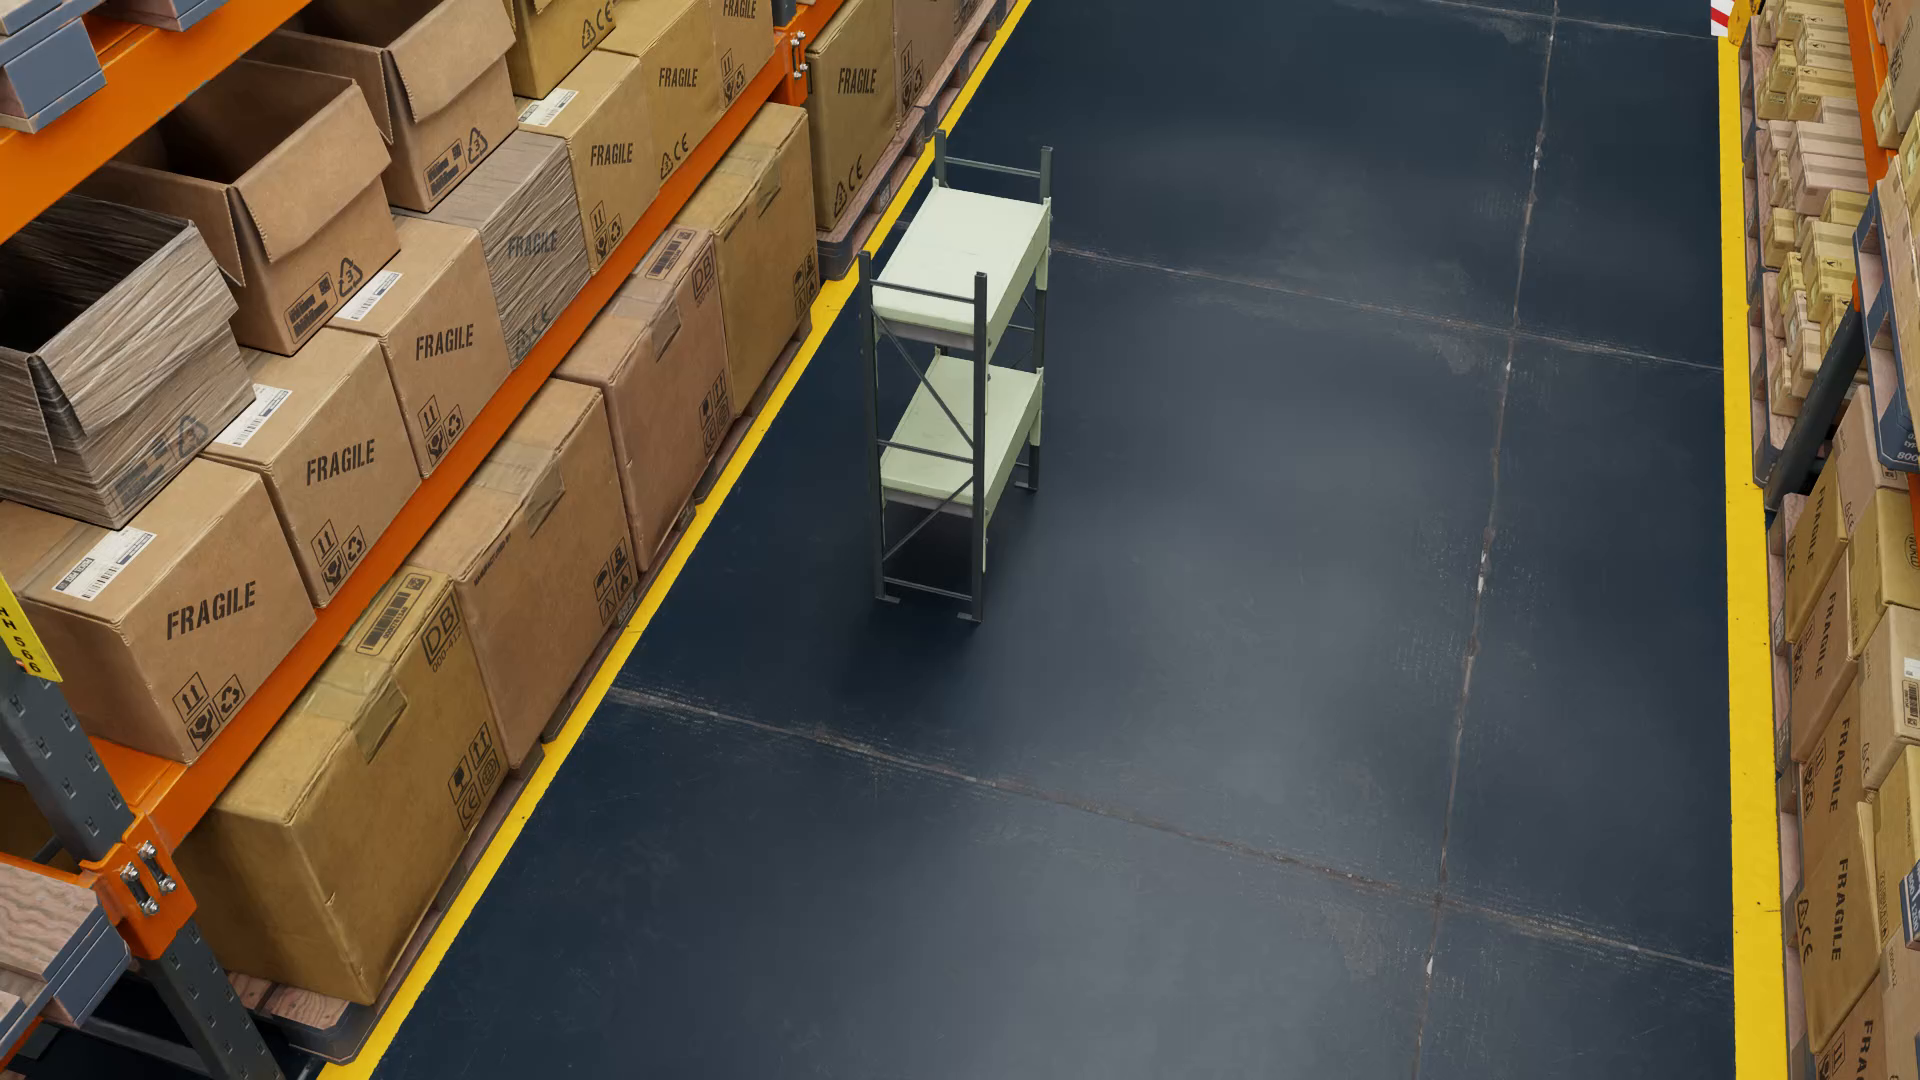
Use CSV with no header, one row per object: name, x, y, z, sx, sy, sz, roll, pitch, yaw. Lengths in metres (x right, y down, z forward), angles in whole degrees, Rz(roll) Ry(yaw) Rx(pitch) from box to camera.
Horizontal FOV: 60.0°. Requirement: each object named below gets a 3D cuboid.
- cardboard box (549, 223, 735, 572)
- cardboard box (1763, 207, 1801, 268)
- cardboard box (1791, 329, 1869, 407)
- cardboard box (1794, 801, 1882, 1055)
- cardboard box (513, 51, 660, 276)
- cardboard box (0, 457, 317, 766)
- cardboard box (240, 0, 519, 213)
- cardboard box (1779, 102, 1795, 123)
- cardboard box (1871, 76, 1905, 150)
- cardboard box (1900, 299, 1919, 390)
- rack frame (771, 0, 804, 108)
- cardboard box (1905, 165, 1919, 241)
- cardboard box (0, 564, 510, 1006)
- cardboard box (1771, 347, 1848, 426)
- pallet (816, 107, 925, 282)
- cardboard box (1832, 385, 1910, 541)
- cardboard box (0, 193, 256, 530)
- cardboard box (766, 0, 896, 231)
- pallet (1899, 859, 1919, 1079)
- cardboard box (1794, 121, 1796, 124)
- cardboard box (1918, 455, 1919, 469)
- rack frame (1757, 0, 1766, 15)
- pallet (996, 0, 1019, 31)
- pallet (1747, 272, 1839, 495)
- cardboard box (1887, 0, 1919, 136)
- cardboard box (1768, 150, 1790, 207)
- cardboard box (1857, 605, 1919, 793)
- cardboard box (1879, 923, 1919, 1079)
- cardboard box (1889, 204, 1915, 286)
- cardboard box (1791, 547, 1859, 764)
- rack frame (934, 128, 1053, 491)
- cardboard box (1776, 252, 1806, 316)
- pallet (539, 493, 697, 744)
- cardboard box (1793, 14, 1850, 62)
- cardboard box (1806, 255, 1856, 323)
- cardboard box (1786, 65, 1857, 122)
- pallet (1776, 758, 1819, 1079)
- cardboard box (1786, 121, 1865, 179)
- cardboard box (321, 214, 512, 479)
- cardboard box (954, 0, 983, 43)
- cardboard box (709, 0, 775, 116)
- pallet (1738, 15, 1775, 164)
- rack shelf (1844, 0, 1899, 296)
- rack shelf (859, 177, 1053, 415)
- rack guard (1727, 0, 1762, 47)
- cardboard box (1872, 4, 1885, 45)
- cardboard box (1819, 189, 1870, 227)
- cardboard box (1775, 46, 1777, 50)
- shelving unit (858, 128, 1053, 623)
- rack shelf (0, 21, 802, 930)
cardboard box,-1.571,-0.599,5.937,1.225,0.875,0.875,11,45,11
cardboard box,3.678,-1.272,7.143,0.380,0.149,0.250,12,46,12
cardboard box,3.363,-0.632,6.277,0.380,0.149,0.250,13,46,13
cardboard box,2.615,1.097,4.471,0.500,0.500,0.500,11,45,11
cardboard box,-1.315,-1.223,5.284,0.500,0.500,0.500,12,46,12
cardboard box,-1.931,0.129,3.902,0.500,0.500,0.500,14,46,14
cardboard box,-1.704,-1.329,4.675,0.797,0.503,0.637,14,46,14
cardboard box,4.080,-1.937,7.823,0.380,0.149,0.250,13,46,13
cardboard box,3.408,-1.462,5.779,0.380,0.149,0.250,11,46,11
cardboard box,2.778,-0.494,4.489,0.380,0.149,0.250,13,46,13
rack frame,-1.126,-2.235,6.390,1.000,3.000,0.127,13,46,13
cardboard box,2.936,-0.946,4.738,0.380,0.149,0.250,12,46,12
cardboard box,-2.108,0.585,4.727,1.225,0.875,0.875,11,45,11
cardboard box,3.365,-0.582,6.438,0.380,0.149,0.250,13,46,13
pallet,-0.821,-1.729,7.866,1.003,0.211,1.213,13,46,13
cardboard box,3.095,-0.205,5.266,0.500,0.250,0.500,11,45,11
cardboard box,-2.100,-0.447,3.774,0.797,0.503,0.637,14,46,14
cardboard box,-0.850,-2.049,7.418,0.875,0.875,0.875,13,46,13
pallet,2.473,1.120,3.098,1.213,0.211,1.003,13,46,13
cardboard box,4.081,-2.029,7.704,0.380,0.149,0.250,11,45,11
cardboard box,2.622,-0.141,4.129,0.380,0.149,0.250,12,46,12
rack frame,4.782,-3.784,7.972,1.000,3.000,0.127,13,46,13
pallet,-0.082,-3.355,9.528,1.003,0.211,1.213,13,46,13
pallet,3.740,-0.576,6.688,1.003,0.211,1.213,13,46,13
cardboard box,3.448,-1.642,5.499,0.500,0.500,0.500,13,46,13
cardboard box,3.862,-1.599,7.478,0.380,0.149,0.250,13,46,13
cardboard box,2.777,0.489,4.556,0.500,0.250,0.500,14,46,14
cardboard box,2.459,1.174,3.857,0.500,0.250,0.500,13,46,13
cardboard box,2.934,-0.826,4.829,0.380,0.149,0.250,13,46,13
cardboard box,2.935,0.415,5.168,0.500,0.500,0.500,14,46,14
rack frame,0.109,-0.776,5.970,0.400,1.500,0.023,13,46,12
cardboard box,3.497,-0.998,6.650,0.380,0.149,0.250,11,45,11
pallet,-1.655,0.108,5.989,1.003,0.211,1.213,13,46,13
cardboard box,4.136,-2.317,7.786,0.380,0.149,0.250,10,45,11
cardboard box,3.470,-0.932,6.371,0.380,0.149,0.250,13,46,13
cardboard box,3.920,-1.969,7.430,0.380,0.149,0.250,13,46,13
pallet,2.968,1.214,4.858,1.003,0.211,1.213,13,46,13
cardboard box,3.755,-1.638,7.092,0.380,0.149,0.250,11,45,11
cardboard box,-1.625,-0.558,4.604,0.500,0.500,0.500,12,46,12
cardboard box,-0.308,-3.242,8.637,0.875,0.875,0.875,13,46,13
cardboard box,-1.007,-1.901,5.977,0.500,0.500,0.500,13,46,13
pallet,4.479,-2.202,8.350,1.003,0.211,1.213,13,46,13
rack shelf,4.176,-2.193,6.861,1.077,0.370,4.000,13,46,13
rack shelf,-0.002,-0.811,5.448,0.431,0.370,0.720,13,46,12
rack guard,4.759,-2.840,8.794,1.175,0.500,0.348,13,46,13
cardboard box,3.701,-1.982,6.310,0.380,0.149,0.250,11,45,11
cardboard box,3.691,-1.256,6.702,0.380,0.149,0.250,14,46,14
cardboard box,4.317,-2.442,8.338,0.380,0.149,0.250,12,46,12
shelving unit,-0.002,-0.532,5.721,0.431,1.500,0.755,13,46,12
rack shelf,-1.732,-0.645,5.279,1.077,0.370,4.000,13,46,13
